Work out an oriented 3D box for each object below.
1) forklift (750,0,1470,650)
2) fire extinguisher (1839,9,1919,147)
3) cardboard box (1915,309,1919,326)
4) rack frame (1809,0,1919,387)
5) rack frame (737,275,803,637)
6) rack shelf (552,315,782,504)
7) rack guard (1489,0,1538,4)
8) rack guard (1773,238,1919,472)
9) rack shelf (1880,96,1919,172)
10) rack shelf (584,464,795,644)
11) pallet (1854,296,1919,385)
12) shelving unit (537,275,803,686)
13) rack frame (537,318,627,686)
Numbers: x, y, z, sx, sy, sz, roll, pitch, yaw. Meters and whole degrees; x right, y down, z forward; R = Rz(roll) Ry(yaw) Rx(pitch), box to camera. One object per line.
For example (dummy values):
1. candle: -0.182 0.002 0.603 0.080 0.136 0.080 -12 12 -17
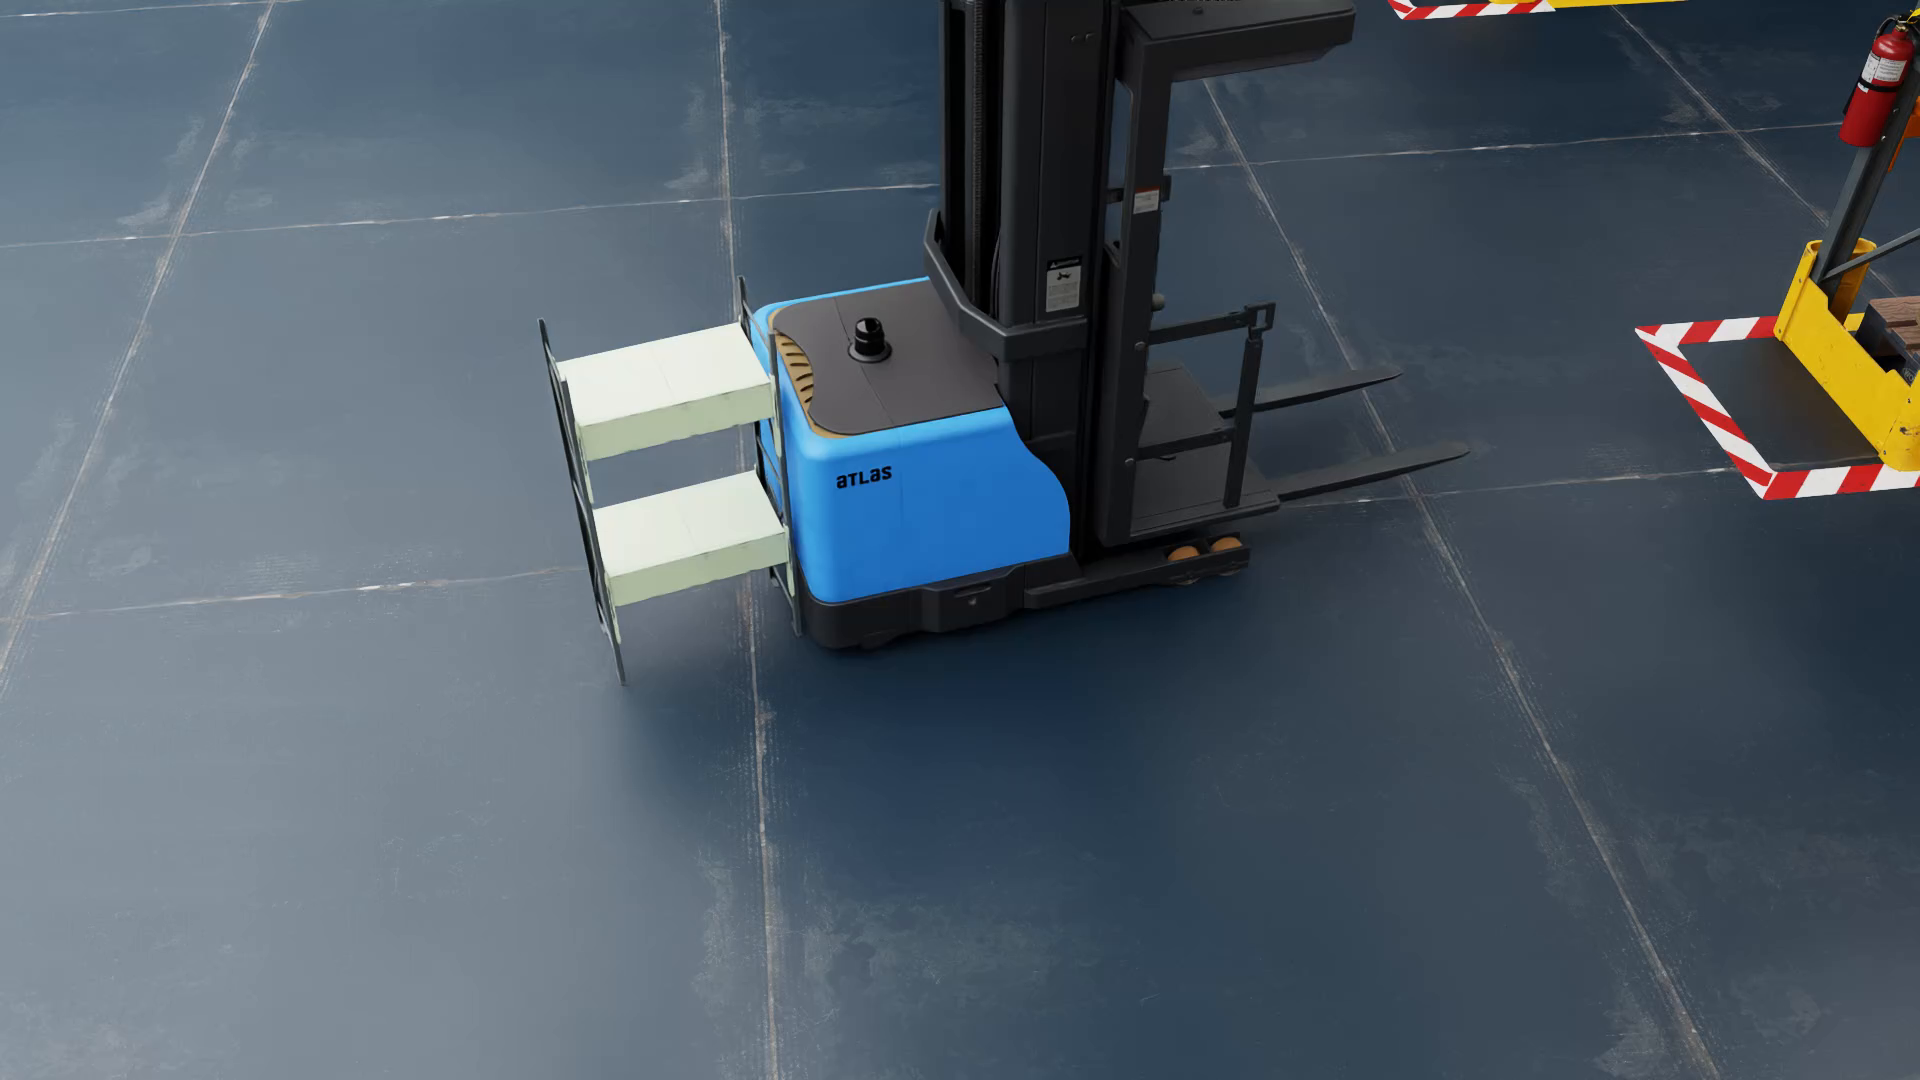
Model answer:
1. forklift: 0.717 -1.224 6.418 3.031 2.935 1.130 -12 43 -13
2. fire extinguisher: 4.106 -2.085 7.380 0.183 0.674 0.296 -5 42 -6
3. cardboard box: 4.900 -1.088 7.770 0.500 0.500 0.500 2 42 2
4. rack frame: 4.279 -1.817 7.025 0.127 3.000 1.000 -5 42 -6
5. rack frame: -0.731 -0.287 6.448 0.023 1.500 0.400 -15 44 -16
6. rack shelf: -1.070 -0.485 6.085 0.720 0.370 0.431 -15 44 -16
7. rack guard: 3.706 -4.216 11.551 0.348 0.500 1.175 -5 42 -6
8. rack guard: 4.354 -0.896 7.870 0.348 0.500 1.175 -5 42 -6
9. rack shelf: 6.262 -1.724 7.459 4.000 0.370 1.077 -5 42 -6
10. rack shelf: -1.070 0.047 6.565 0.720 0.370 0.431 -15 44 -16
11. pallet: 5.164 -0.836 8.019 1.213 0.211 1.003 -5 42 -6
12. shelving unit: -1.070 -0.195 6.346 0.755 1.500 0.431 -15 44 -16
13. rack frame: -1.410 -0.103 6.244 0.023 1.500 0.400 -15 44 -16
